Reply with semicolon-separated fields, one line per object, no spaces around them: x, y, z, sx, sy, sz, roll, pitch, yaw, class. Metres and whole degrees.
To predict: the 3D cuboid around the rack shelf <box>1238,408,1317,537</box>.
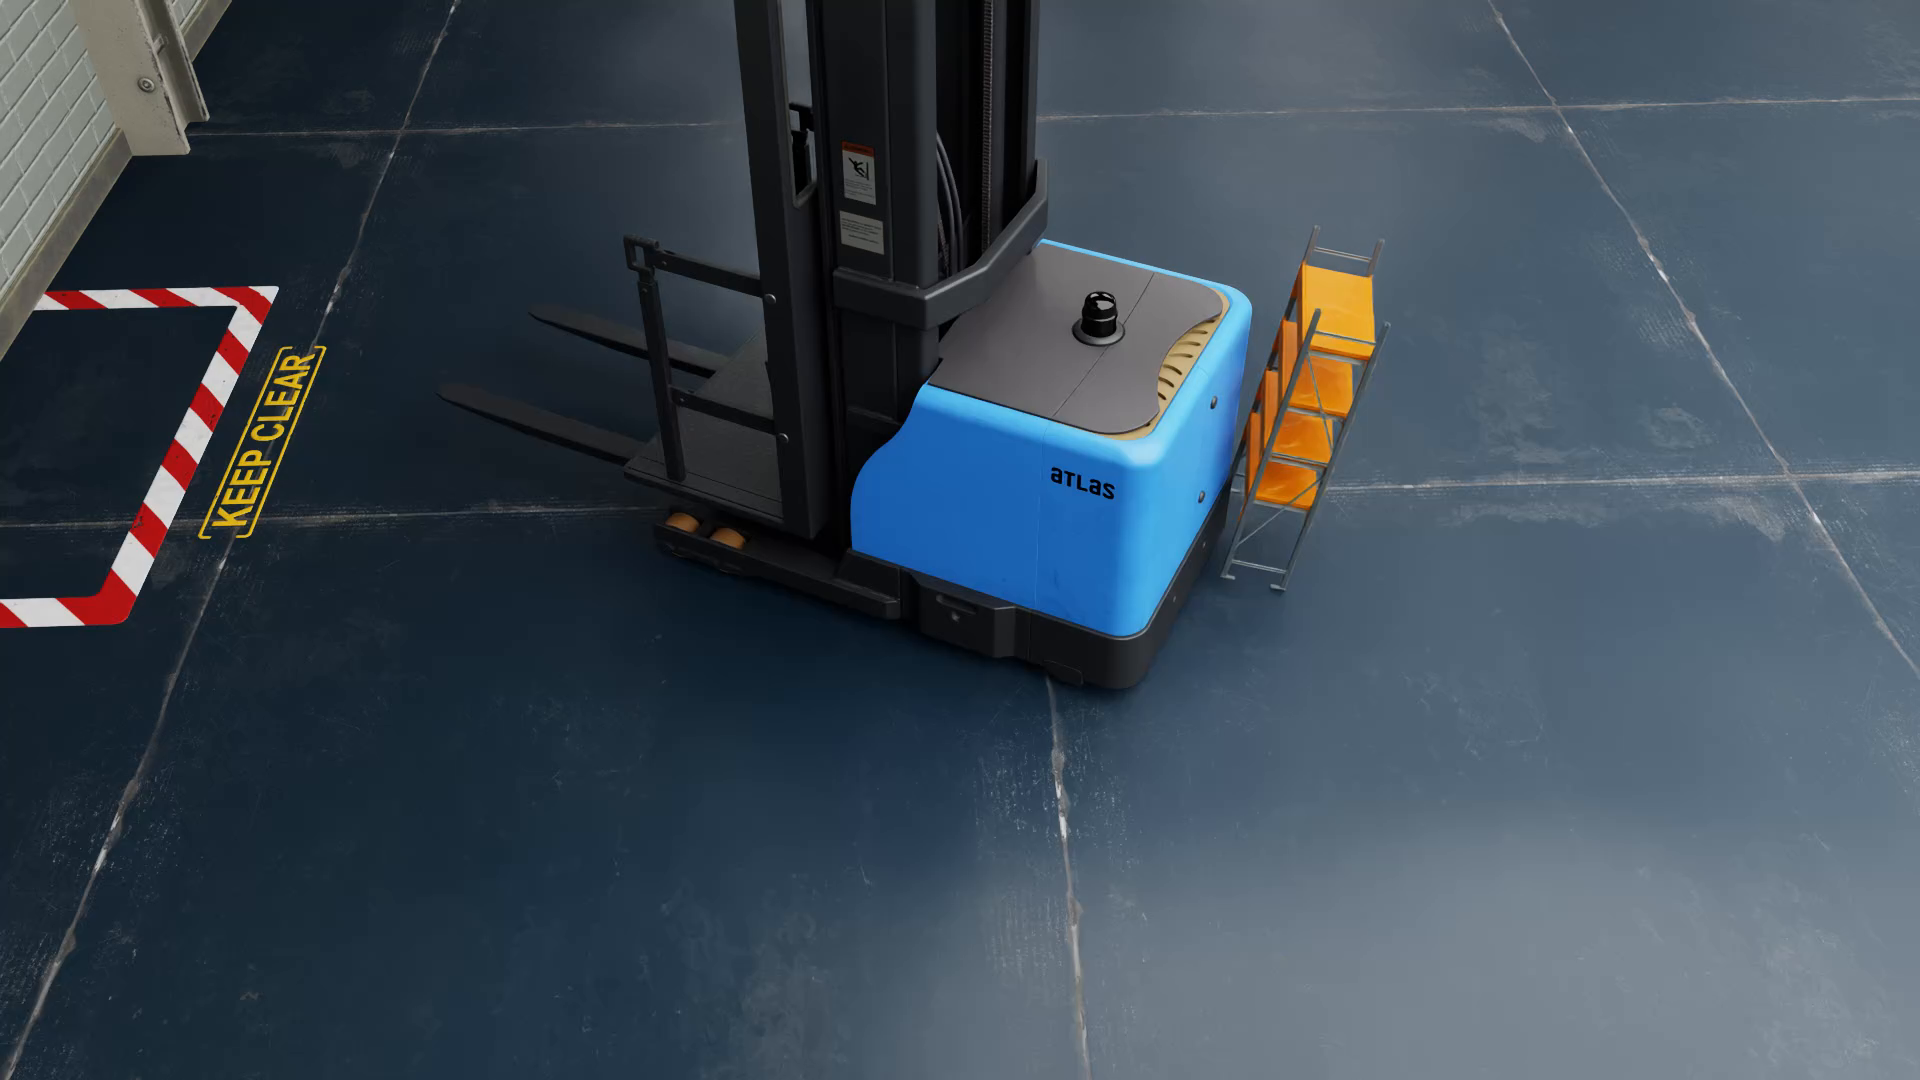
1.148;-0.247;5.999;0.258;0.148;0.480;12;43;1;rack shelf

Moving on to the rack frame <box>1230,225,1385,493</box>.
1.222;-0.600;5.994;0.240;1.200;0.015;12;43;1;rack frame

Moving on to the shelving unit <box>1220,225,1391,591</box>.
1.186;-0.436;5.817;0.258;1.200;0.503;12;43;1;shelving unit

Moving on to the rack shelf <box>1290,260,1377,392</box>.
1.242;-0.717;5.547;0.258;0.148;0.480;12;43;1;rack shelf

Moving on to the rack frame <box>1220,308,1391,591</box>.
1.150;-0.273;5.639;0.240;1.200;0.015;12;43;1;rack frame

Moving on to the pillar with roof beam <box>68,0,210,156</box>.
0.250;-5.512;5.603;9.100;9.000;0.400;-2;43;-2;pillar with roof beam

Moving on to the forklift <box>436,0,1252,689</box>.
-0.562;-1.262;5.458;3.031;2.935;1.130;18;45;19;forklift

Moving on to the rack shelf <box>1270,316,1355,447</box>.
1.208;-0.548;5.710;0.258;0.148;0.480;12;43;1;rack shelf

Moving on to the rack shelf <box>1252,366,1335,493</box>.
1.176;-0.388;5.863;0.258;0.148;0.480;12;43;1;rack shelf
